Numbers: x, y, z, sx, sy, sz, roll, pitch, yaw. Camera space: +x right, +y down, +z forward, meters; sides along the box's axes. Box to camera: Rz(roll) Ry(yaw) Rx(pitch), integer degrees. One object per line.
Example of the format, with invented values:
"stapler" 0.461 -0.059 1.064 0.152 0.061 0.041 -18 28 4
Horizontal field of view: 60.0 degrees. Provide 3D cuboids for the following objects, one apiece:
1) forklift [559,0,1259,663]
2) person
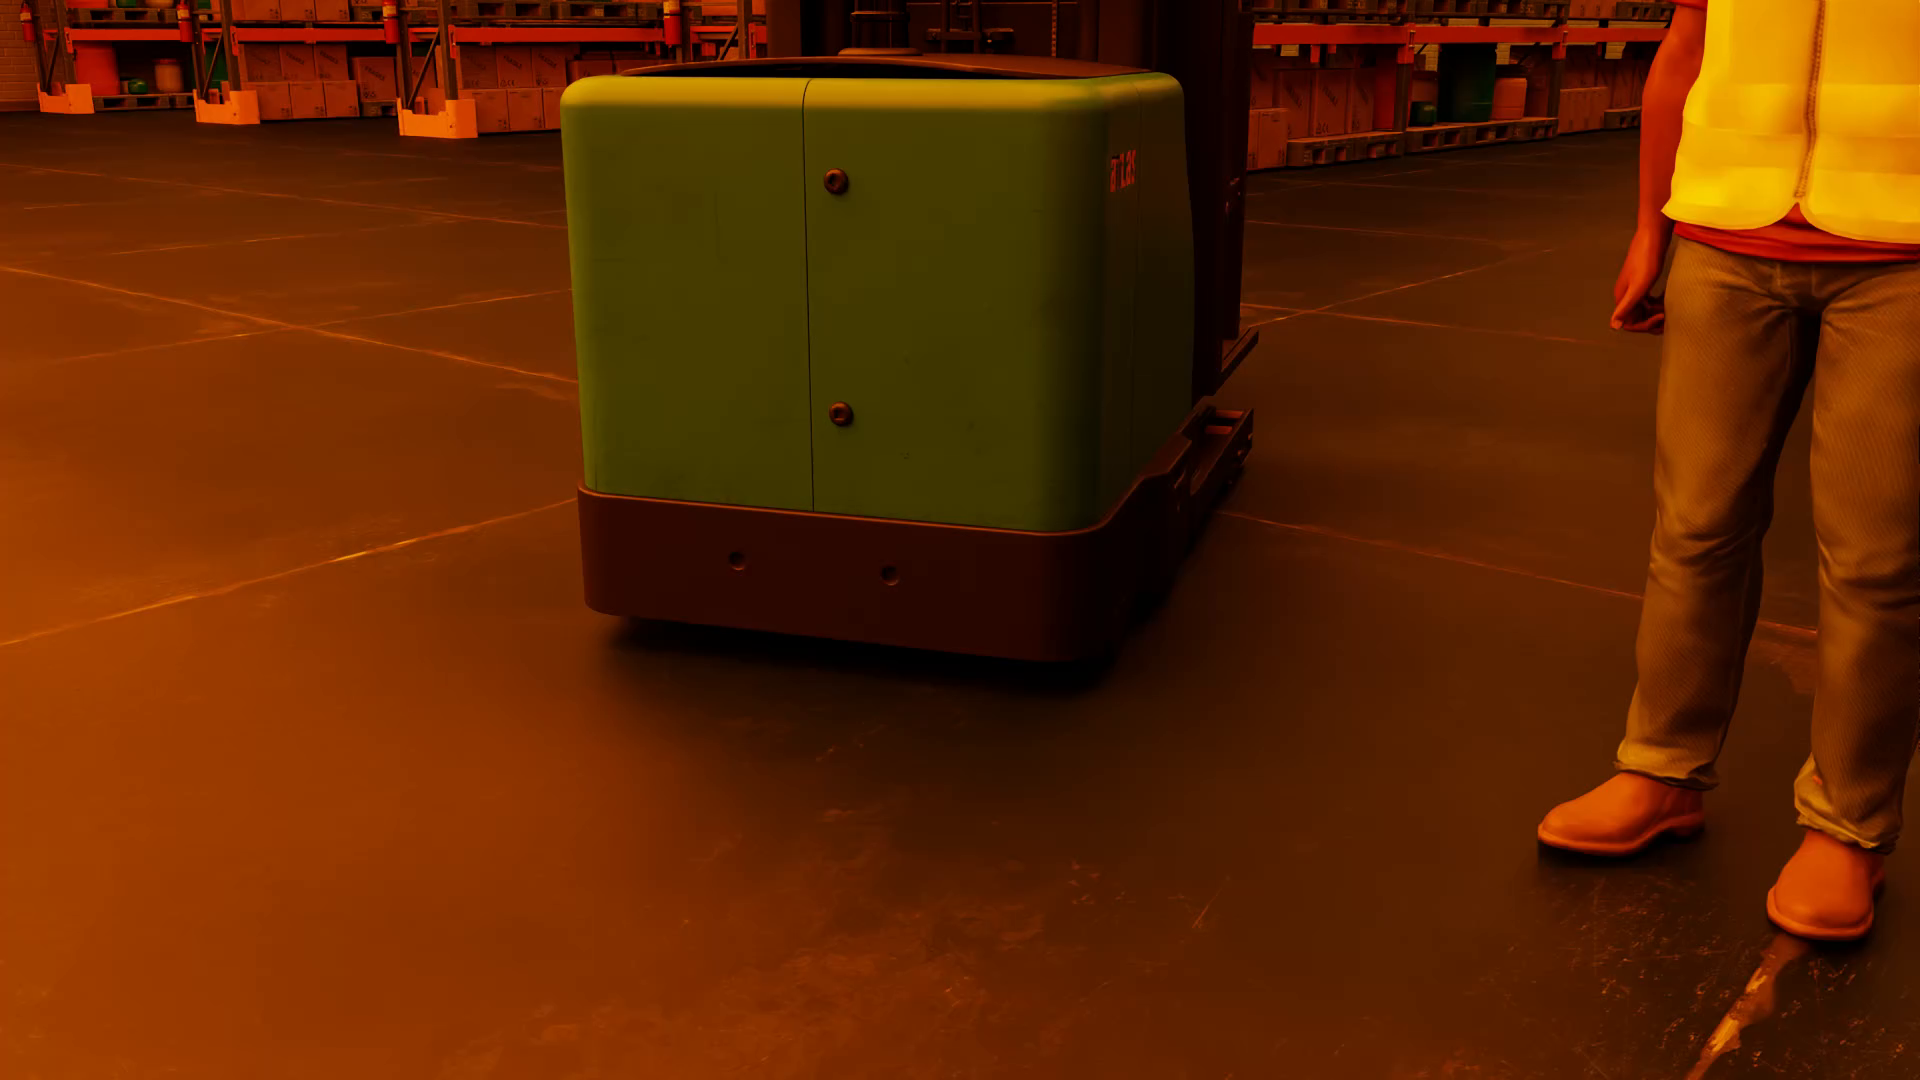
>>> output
"forklift" 0.182 -1.571 4.072 1.130 2.935 3.031 5 18 17
"person" 1.121 -0.372 2.129 0.361 1.771 0.585 -16 23 -41
